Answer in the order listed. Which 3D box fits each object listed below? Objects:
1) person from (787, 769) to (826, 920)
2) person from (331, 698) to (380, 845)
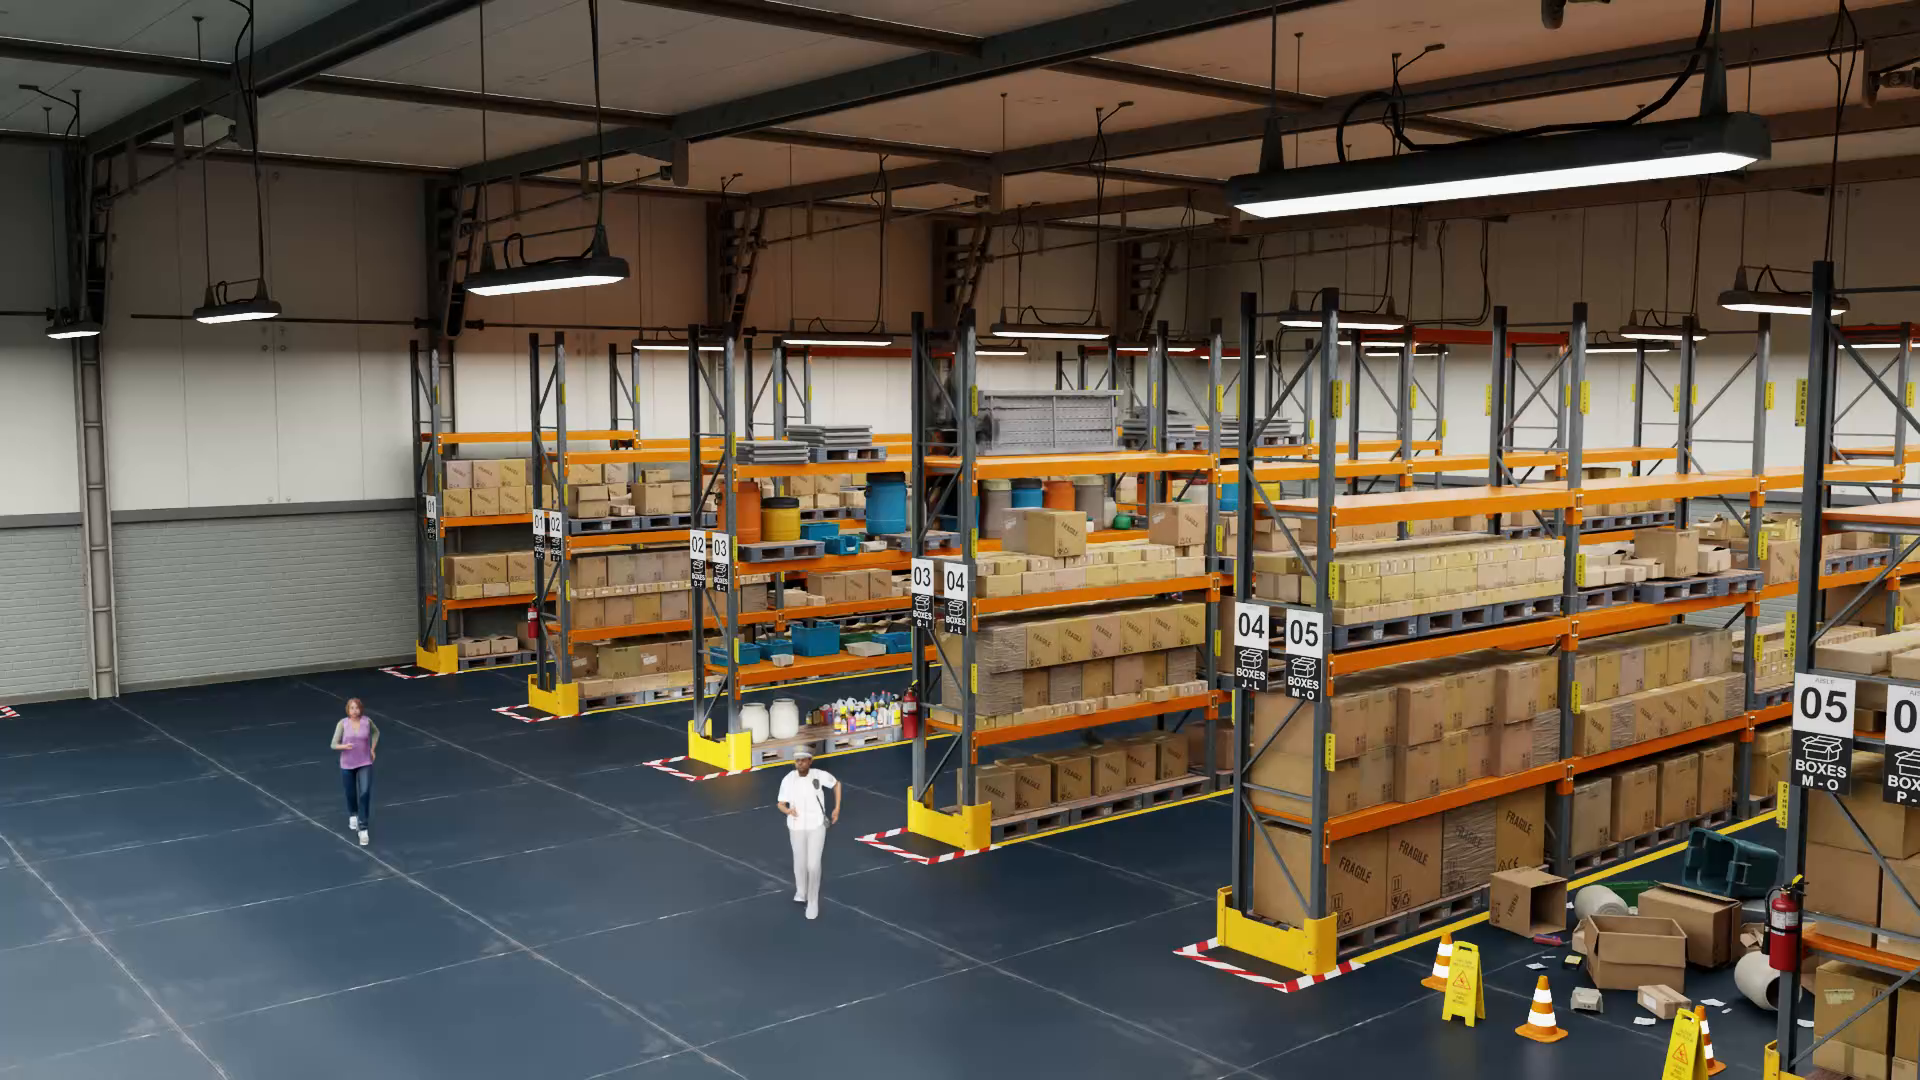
[{"bbox_3d":[-1.488,2.946,16.299,0.380,1.452,0.751,0,5,4],"label":"person"},{"bbox_3d":[-6.873,2.594,18.939,0.532,1.612,0.799,-2,6,-21],"label":"person"}]
